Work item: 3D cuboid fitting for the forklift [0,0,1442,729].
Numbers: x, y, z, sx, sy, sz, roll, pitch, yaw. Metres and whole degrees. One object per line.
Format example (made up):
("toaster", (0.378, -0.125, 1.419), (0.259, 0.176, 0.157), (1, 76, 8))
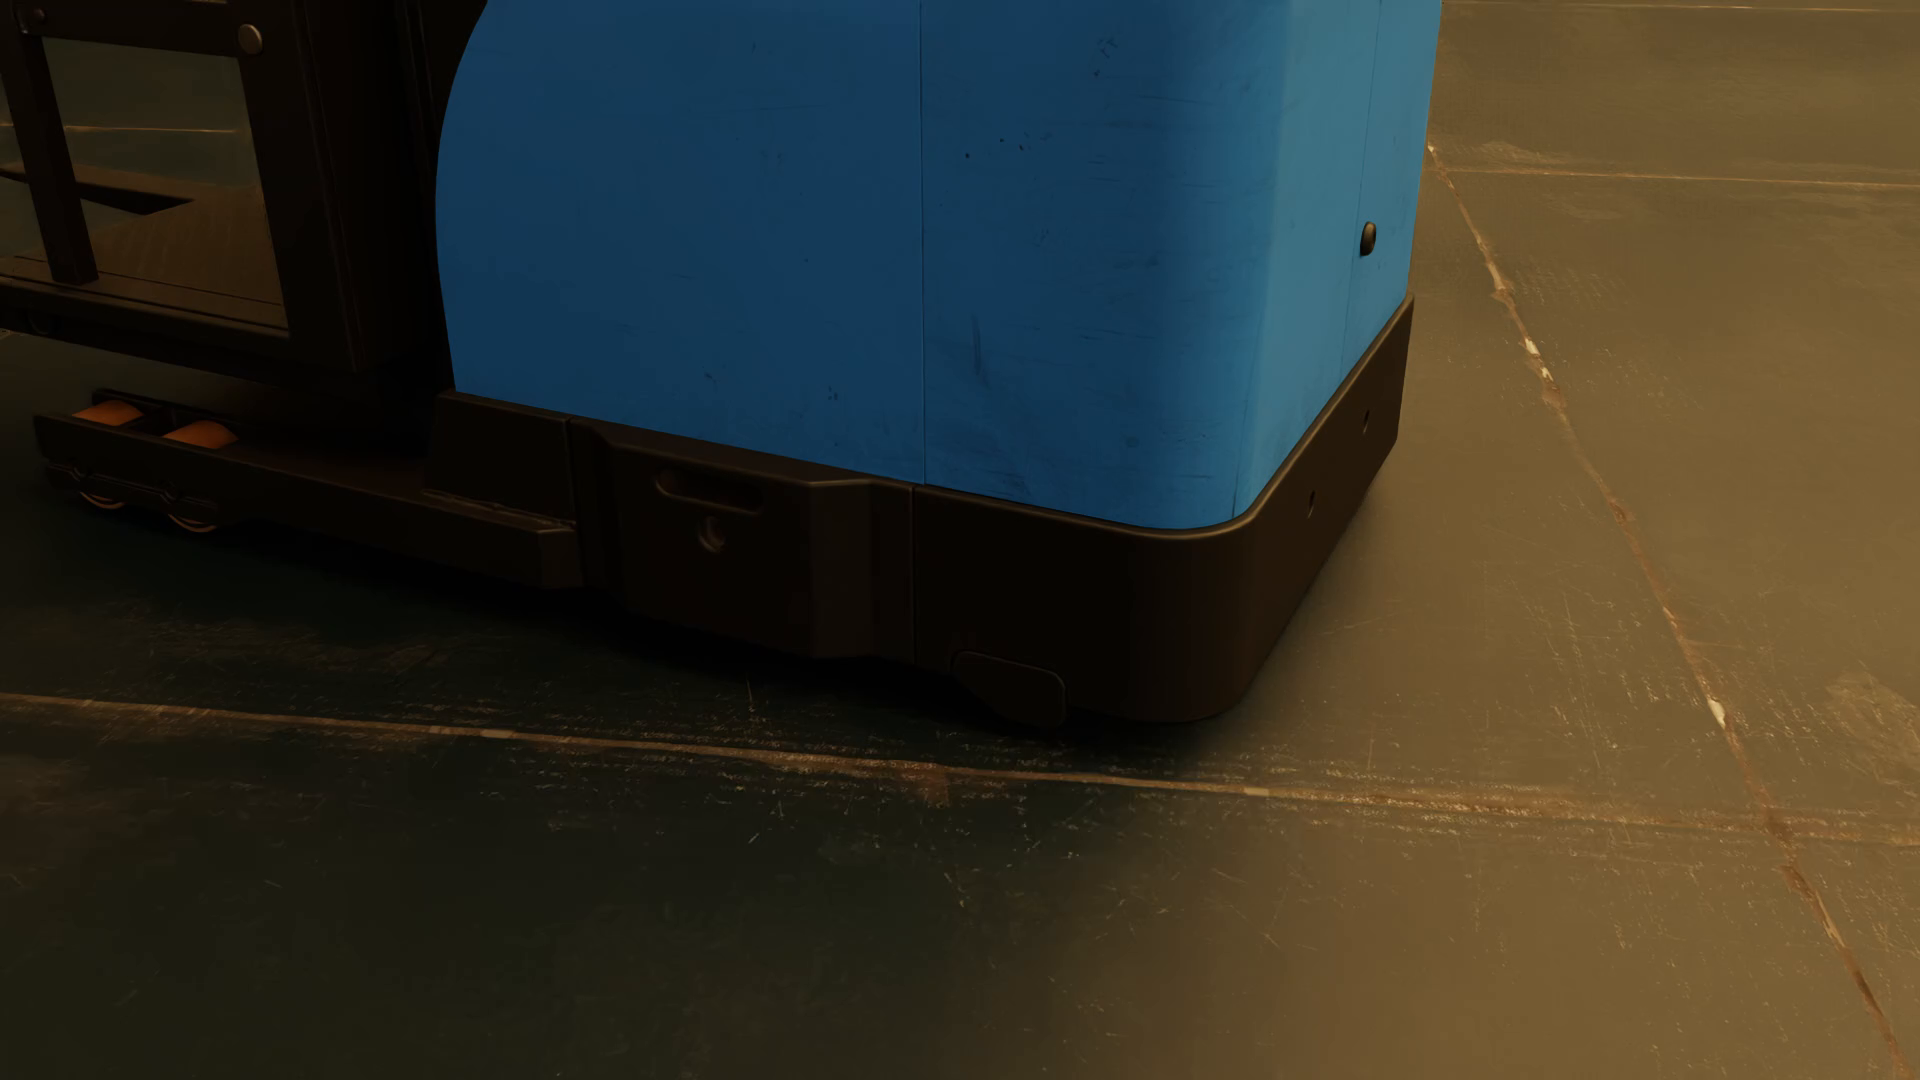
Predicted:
("forklift", (-0.856, -1.521, 2.266), (3.031, 2.935, 1.130), (12, 29, 23))
